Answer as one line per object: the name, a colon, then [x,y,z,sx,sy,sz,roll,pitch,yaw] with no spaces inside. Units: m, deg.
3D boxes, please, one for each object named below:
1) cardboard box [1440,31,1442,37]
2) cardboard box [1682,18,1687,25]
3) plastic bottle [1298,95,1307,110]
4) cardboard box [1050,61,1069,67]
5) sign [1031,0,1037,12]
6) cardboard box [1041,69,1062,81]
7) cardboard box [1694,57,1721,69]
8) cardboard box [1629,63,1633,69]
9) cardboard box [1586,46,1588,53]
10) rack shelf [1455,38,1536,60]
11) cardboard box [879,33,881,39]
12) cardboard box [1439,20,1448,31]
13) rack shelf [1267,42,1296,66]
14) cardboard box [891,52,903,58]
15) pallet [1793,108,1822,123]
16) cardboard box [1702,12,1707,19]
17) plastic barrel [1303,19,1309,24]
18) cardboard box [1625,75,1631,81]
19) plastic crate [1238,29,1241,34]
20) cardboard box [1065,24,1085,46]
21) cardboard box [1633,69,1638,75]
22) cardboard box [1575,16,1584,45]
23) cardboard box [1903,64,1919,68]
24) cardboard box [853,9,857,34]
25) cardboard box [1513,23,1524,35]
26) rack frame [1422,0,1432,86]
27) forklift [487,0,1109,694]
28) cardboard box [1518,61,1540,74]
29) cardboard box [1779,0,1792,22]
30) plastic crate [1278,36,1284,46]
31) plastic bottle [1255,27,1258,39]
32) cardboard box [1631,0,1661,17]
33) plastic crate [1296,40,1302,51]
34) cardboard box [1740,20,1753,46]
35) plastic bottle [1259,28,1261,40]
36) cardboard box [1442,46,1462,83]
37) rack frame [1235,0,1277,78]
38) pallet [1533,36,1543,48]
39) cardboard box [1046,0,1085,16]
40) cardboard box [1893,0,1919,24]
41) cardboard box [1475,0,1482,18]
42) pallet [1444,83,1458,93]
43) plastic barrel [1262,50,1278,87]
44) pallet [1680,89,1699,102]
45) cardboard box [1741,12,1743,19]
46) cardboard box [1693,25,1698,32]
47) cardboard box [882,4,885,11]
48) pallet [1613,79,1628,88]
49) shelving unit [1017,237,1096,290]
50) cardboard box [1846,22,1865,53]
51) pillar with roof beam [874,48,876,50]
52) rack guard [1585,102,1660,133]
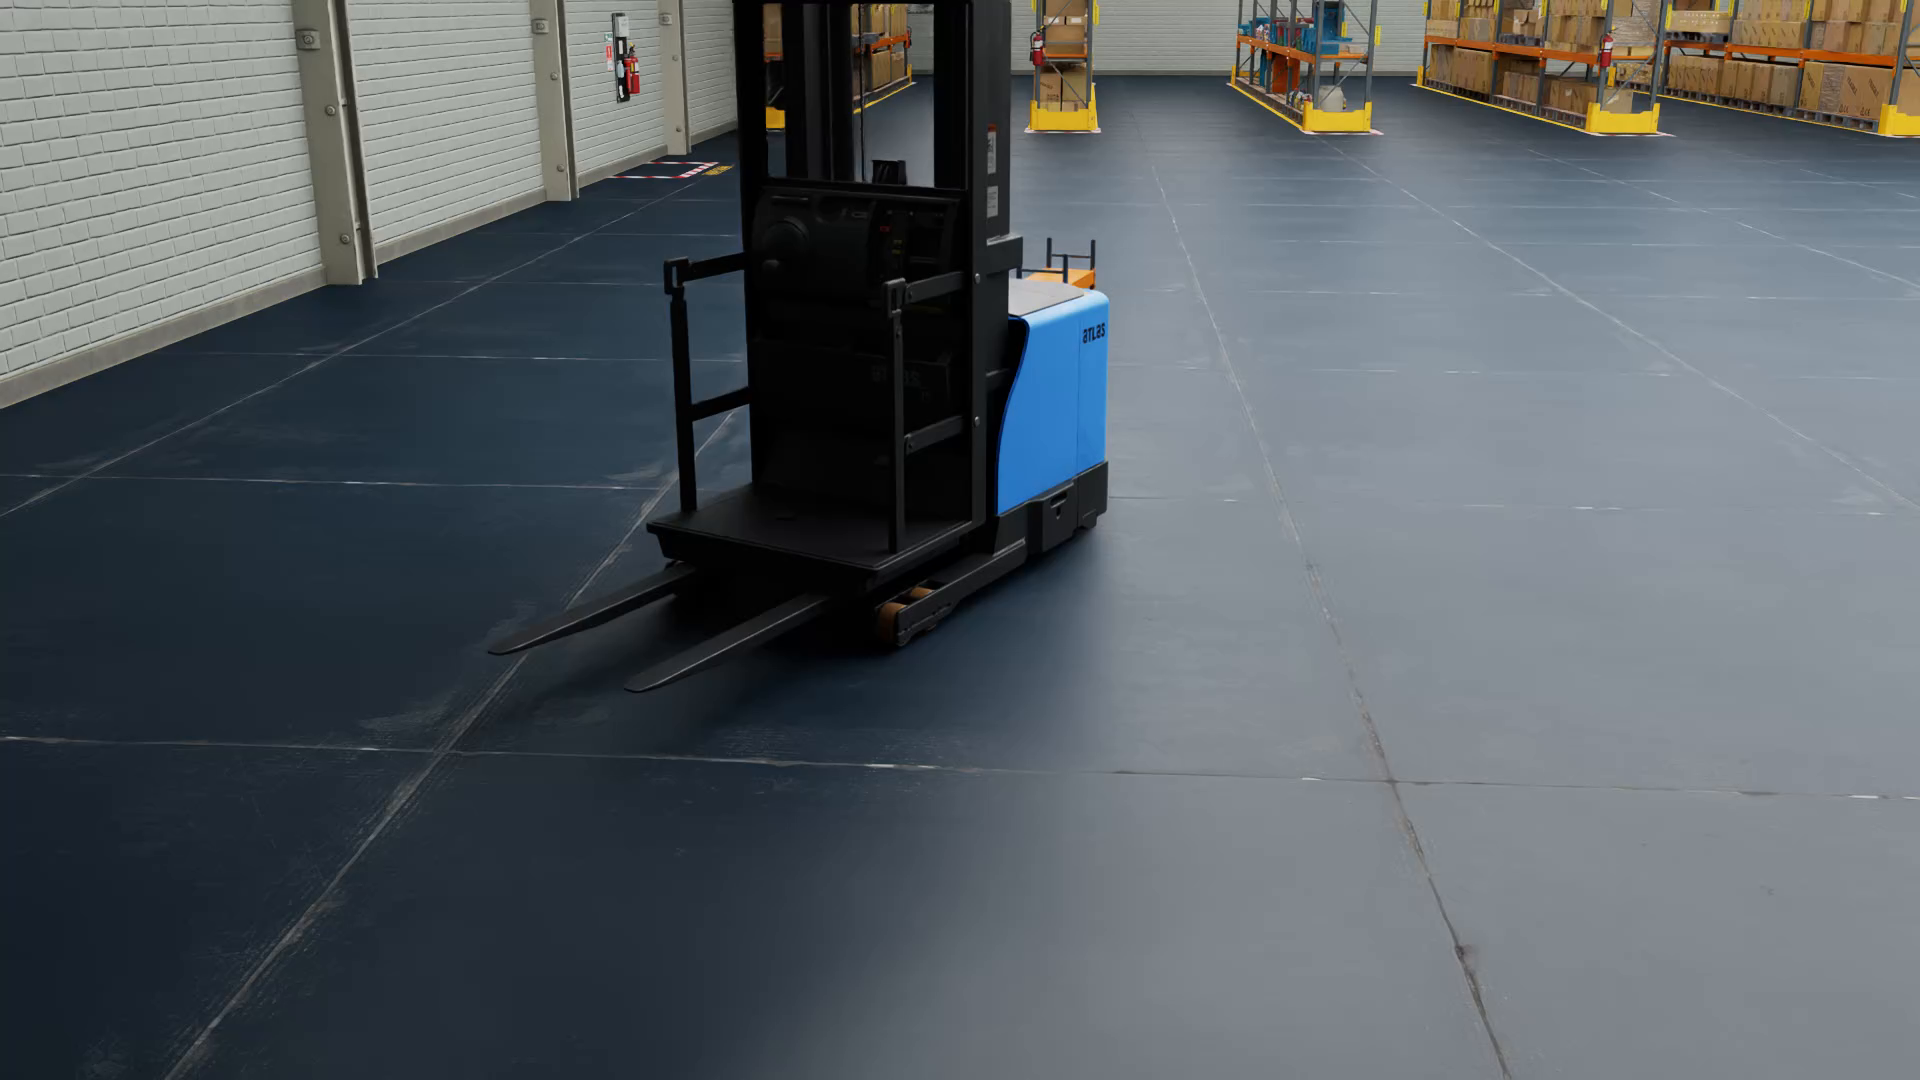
cardboard box: [12.407,-12.844,42.207,0.380,0.149,0.250,2,18,5]
cardboard box: [16.984,-12.025,38.556,0.380,0.149,0.250,2,18,6]
plastic bottle: [6.540,-8.339,31.724,0.152,0.276,0.135,1,18,4]
cardboard box: [2.266,-11.054,38.444,0.500,0.250,0.500,2,18,6]
sign: [1.320,-9.558,29.534,0.100,0.325,0.005,1,18,4]
cardboard box: [1.696,-8.767,31.899,0.500,0.500,0.500,1,18,4]
cardboard box: [17.119,-10.900,38.005,0.500,0.250,0.500,2,18,5]
cardboard box: [17.470,-12.213,42.827,0.380,0.149,0.250,0,18,1]
cardboard box: [11.633,-8.940,30.294,0.380,0.149,0.250,1,18,4]
rack shelf: [12.457,-11.420,38.613,1.077,0.370,4.000,1,18,4]
cardboard box: [-2.098,-12.100,39.904,0.380,0.149,0.250,1,18,2]
cardboard box: [12.481,-13.073,42.265,0.500,0.250,0.500,1,18,3]
rack shelf: [7.230,-10.288,35.159,1.077,0.370,4.000,1,18,4]
cardboard box: [-1.730,-12.934,44.377,0.380,0.149,0.250,2,18,5]
pallet: [16.835,-8.197,32.099,1.003,0.211,1.213,1,18,4]
cardboard box: [16.886,-11.766,37.288,0.380,0.149,0.250,2,18,6]
plastic barrel: [7.458,-10.728,35.128,0.433,0.535,0.433,0,18,0]
cardboard box: [17.395,-11.935,42.934,0.380,0.149,0.250,2,18,5]
plastic crate: [7.495,-13.472,44.048,0.250,0.136,0.298,1,18,4]
cardboard box: [1.939,-9.234,30.625,0.700,0.500,0.500,2,18,5]
cardboard box: [17.478,-11.989,42.620,0.380,0.149,0.250,0,18,1]
cardboard box: [11.802,-9.327,30.434,0.875,0.500,0.500,1,18,4]
cardboard box: [22.463,-10.877,38.537,0.875,0.875,0.875,2,18,6]
cardboard box: [-2.599,-11.195,35.905,0.700,0.500,0.500,1,18,4]
cardboard box: [11.964,-10.754,34.991,0.500,0.250,0.500,1,18,2]
rack frame: [12.887,-13.625,44.188,1.000,3.000,0.127,1,18,4]
forklift: [-0.520,-1.158,6.251,1.130,2.935,3.031,11,21,29]
cardboard box: [12.268,-10.145,35.669,0.500,0.250,0.500,3,18,10]
cardboard box: [17.068,-10.750,33.647,0.700,0.500,0.500,1,18,4]
plastic crate: [6.930,-10.455,34.855,0.450,0.188,0.662,1,18,4]
plastic bottle: [7.199,-12.292,40.308,0.061,0.283,0.133,1,18,4]
cardboard box: [12.052,-9.485,29.308,0.500,0.500,0.500,1,18,4]
plastic crate: [6.708,-9.493,31.917,0.450,0.188,0.662,1,18,4]
cardboard box: [16.919,-10.755,35.267,0.500,0.500,0.500,1,18,3]
plastic bottle: [7.181,-12.012,39.463,0.152,0.276,0.135,1,18,4]
cardboard box: [12.792,-12.056,42.136,0.875,0.875,0.875,1,18,4]
rack frame: [7.947,-13.736,44.526,1.000,3.000,0.127,1,18,4]
pallet: [12.227,-10.041,33.559,1.003,0.211,1.213,1,18,4]
cardboard box: [1.910,-9.704,29.976,0.700,0.500,0.500,1,18,4]
cardboard box: [16.746,-9.213,28.747,0.875,0.550,0.550,1,18,4]
cardboard box: [12.502,-12.496,38.970,0.797,0.503,0.637,1,18,5]
pallet: [12.733,-11.292,41.547,1.003,0.211,1.213,1,18,4]
plastic barrel: [7.554,-11.308,39.810,0.600,0.901,0.708,1,18,4]
pallet: [17.401,-10.294,38.500,1.003,0.211,1.213,1,18,4]
cardboard box: [17.497,-11.584,36.733,0.380,0.149,0.250,1,18,2]
cardboard box: [16.928,-11.641,37.860,0.380,0.149,0.250,2,18,6]
cardboard box: [-2.082,-12.802,39.800,0.500,0.250,0.500,2,18,5]
pallet: [17.728,-11.883,43.349,1.003,0.211,1.213,1,18,4]
shelving unit: [0.455,-0.805,7.953,0.258,1.200,0.503,6,19,18]
cardboard box: [16.842,-9.210,30.471,0.875,0.550,0.500,1,18,4]
pillar with roof beam: [1.690,-17.570,46.591,9.100,9.000,0.400,1,18,4]
rack guard: [11.746,-7.492,29.484,1.175,0.500,0.348,1,18,4]
